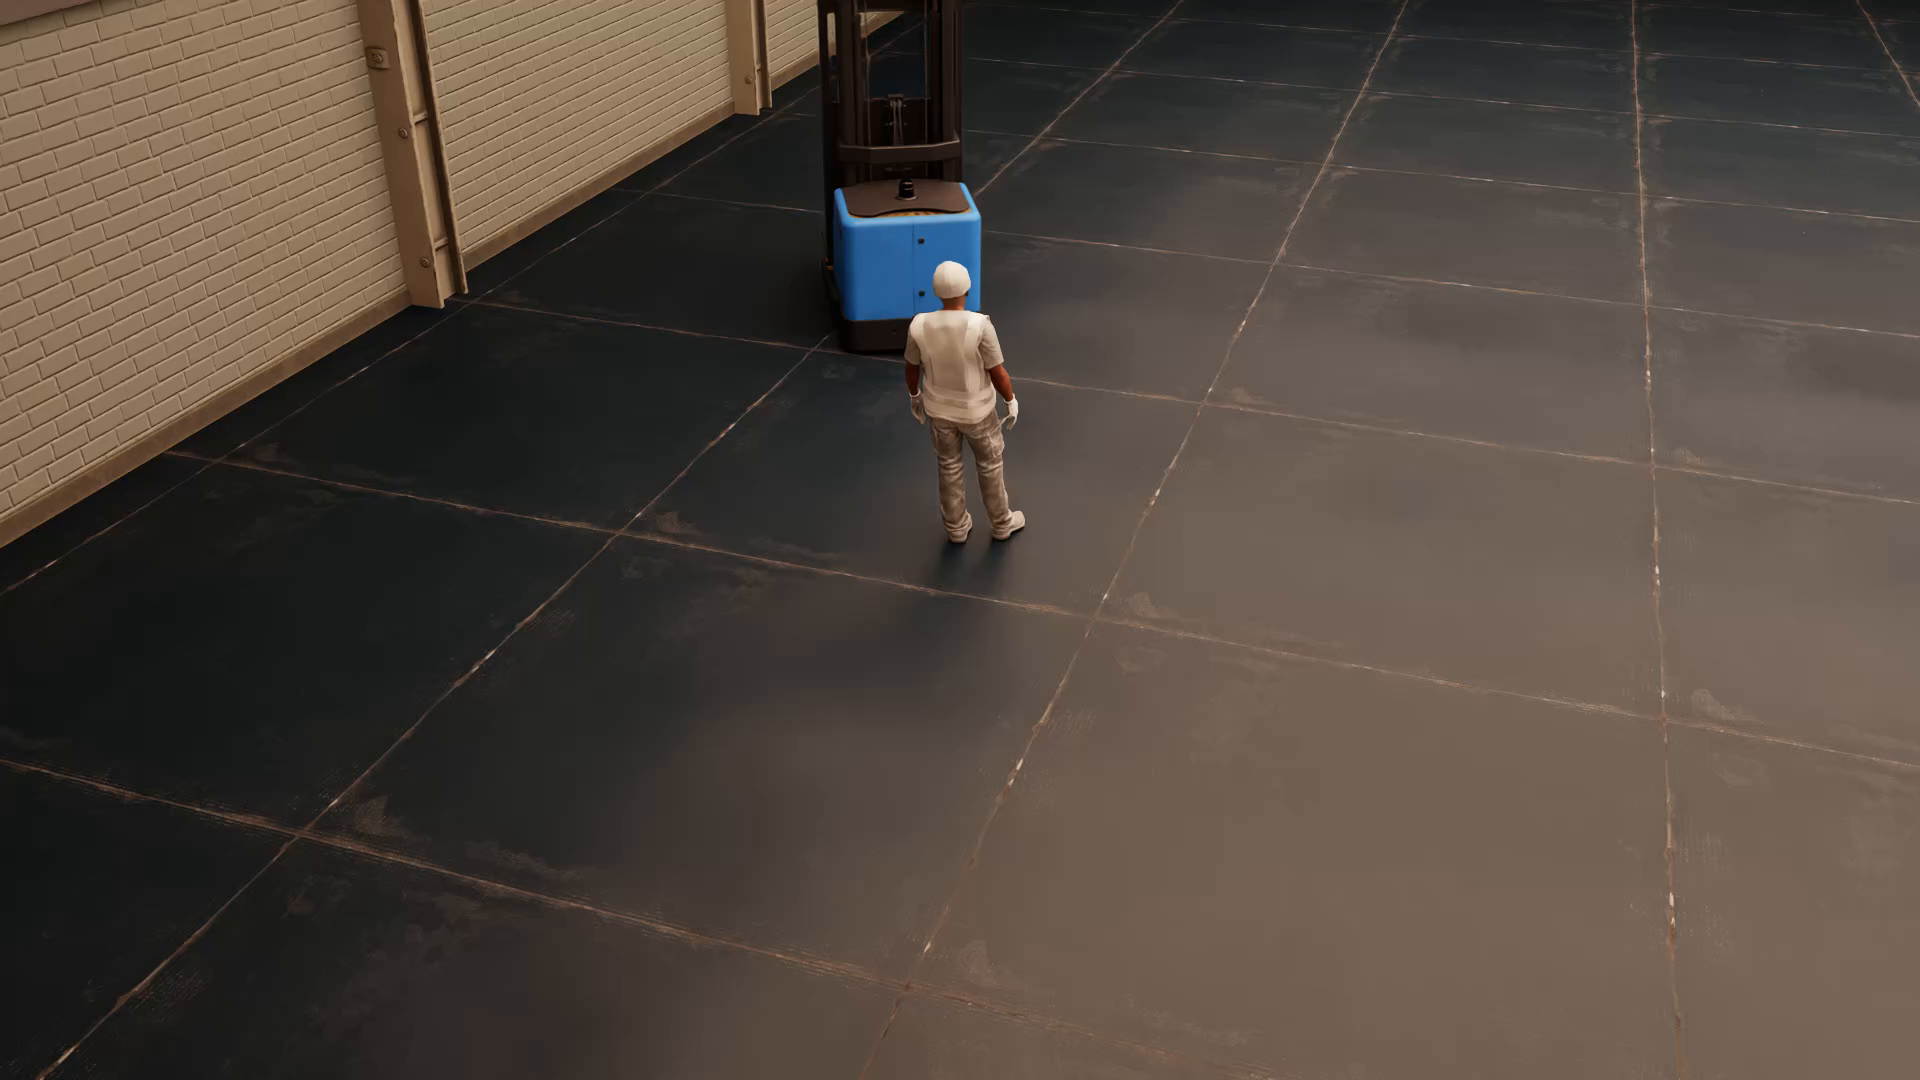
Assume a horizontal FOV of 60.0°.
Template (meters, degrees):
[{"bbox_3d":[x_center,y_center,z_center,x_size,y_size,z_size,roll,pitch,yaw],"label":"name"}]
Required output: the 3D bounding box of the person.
[{"bbox_3d":[0.032,-0.813,9.707,0.656,1.782,0.577,10,31,16],"label":"person"}]

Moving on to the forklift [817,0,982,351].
[{"bbox_3d":[-0.561,-3.395,13.092,1.130,2.935,3.031,-4,30,-7],"label":"forklift"}]
